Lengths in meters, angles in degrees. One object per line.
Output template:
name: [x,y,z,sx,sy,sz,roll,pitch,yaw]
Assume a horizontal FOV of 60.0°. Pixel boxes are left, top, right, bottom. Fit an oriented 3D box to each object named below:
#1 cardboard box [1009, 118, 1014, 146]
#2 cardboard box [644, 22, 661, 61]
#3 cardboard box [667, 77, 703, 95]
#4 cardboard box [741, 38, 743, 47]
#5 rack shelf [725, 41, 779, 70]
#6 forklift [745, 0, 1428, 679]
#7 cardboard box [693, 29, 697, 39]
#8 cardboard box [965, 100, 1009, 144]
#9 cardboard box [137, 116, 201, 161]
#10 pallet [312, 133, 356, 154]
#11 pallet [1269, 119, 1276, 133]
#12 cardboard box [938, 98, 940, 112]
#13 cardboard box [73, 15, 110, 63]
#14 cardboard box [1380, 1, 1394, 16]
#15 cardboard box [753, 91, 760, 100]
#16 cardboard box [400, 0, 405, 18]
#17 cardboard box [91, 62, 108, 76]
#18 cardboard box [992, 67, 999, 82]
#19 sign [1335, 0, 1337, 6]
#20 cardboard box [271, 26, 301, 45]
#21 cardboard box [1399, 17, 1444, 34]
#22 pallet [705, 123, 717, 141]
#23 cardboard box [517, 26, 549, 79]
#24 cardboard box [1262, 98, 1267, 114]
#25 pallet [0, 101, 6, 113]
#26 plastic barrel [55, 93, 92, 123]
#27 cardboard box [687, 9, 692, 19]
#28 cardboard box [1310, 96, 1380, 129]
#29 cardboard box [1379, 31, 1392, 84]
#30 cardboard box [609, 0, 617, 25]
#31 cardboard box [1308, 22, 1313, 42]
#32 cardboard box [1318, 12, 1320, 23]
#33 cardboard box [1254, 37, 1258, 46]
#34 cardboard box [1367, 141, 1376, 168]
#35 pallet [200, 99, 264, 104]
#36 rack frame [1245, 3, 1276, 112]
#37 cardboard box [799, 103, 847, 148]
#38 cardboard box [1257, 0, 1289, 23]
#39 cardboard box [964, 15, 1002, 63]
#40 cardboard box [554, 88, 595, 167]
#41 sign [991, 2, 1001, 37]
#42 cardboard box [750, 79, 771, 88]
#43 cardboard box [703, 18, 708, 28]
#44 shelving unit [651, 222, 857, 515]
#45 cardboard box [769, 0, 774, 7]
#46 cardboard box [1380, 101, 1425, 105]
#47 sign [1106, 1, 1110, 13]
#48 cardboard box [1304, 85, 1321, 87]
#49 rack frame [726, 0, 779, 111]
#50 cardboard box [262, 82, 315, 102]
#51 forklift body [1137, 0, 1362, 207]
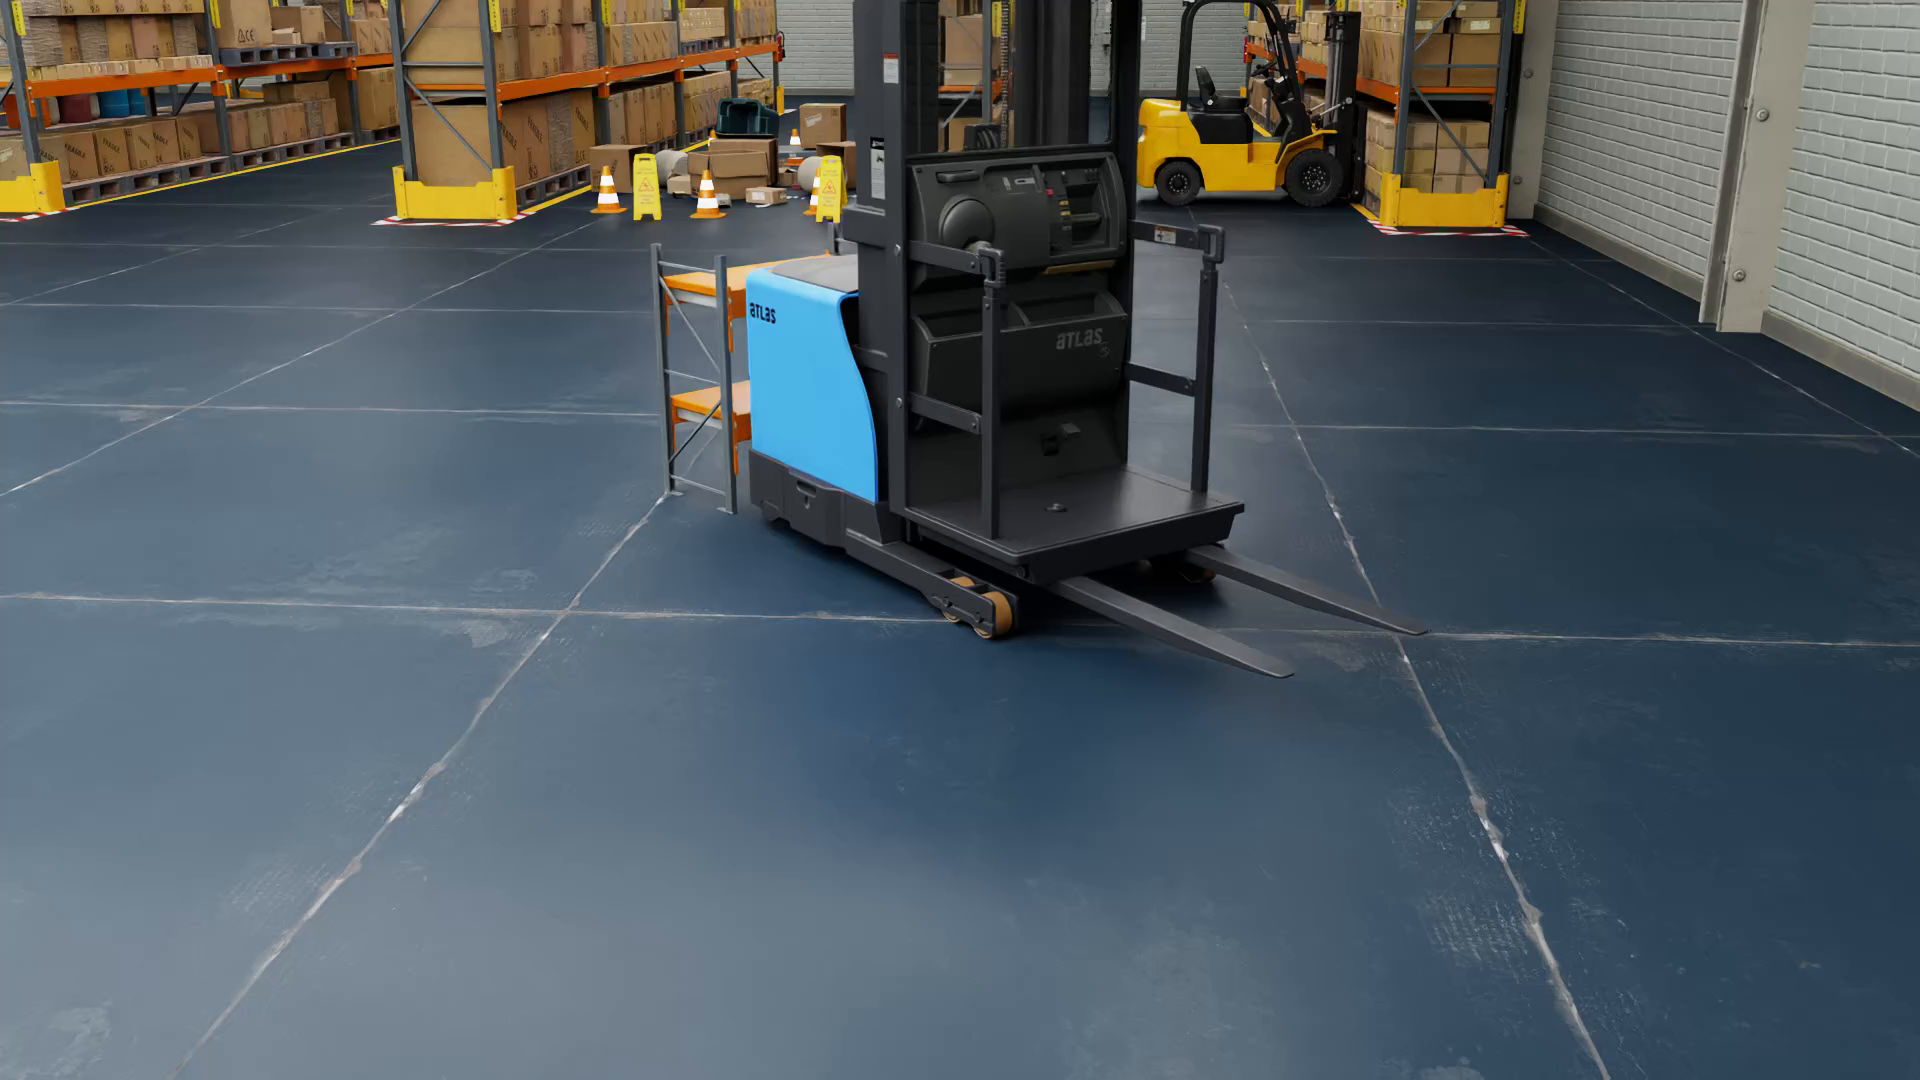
cardboard box: [0.226,-5.458,22.308,0.950,0.372,0.625,2,18,6]
cardboard box: [-4.401,-6.818,22.751,0.500,0.500,0.500,1,18,3]
cardboard box: [-4.236,-6.960,25.483,0.500,0.250,0.500,1,18,3]
cardboard box: [-3.994,-8.680,28.998,0.380,0.149,0.250,0,18,1]
rack shelf: [-4.133,-8.748,29.958,1.077,0.370,4.000,1,18,4]
forklift: [0.354,-1.215,5.925,1.130,2.935,3.031,-12,22,-33]
cardboard box: [-4.257,-7.774,25.561,0.380,0.149,0.250,2,18,6]
cardboard box: [0.320,-4.964,19.793,0.500,0.500,0.500,1,18,3]
cardboard box: [-9.859,-5.014,20.748,0.500,0.500,0.500,1,18,2]
pallet: [-9.561,-5.800,24.286,1.003,0.211,1.213,1,18,4]
pallet: [5.598,-6.701,27.035,1.003,0.211,1.213,1,18,4]
cardboard box: [-0.415,-4.668,17.847,0.380,0.149,0.250,2,18,5]
cardboard box: [-10.015,-5.555,18.420,0.875,0.500,0.500,1,18,4]
cardboard box: [4.553,-5.484,17.162,0.380,0.149,0.250,2,18,5]
cardboard box: [-3.832,-8.039,30.065,0.380,0.149,0.250,1,18,4]
cardboard box: [-9.315,-8.723,26.956,0.797,0.503,0.637,1,18,5]
cardboard box: [-9.736,-5.236,18.488,0.380,0.149,0.250,1,18,4]
cardboard box: [0.206,-4.881,17.405,0.380,0.149,0.250,2,18,5]
sign: [6.173,-8.819,27.159,0.100,0.325,0.005,1,18,4]
cardboard box: [-9.354,-6.980,22.949,0.396,0.266,0.258,1,18,2]
cardboard box: [4.504,-5.022,16.231,0.380,0.149,0.250,2,18,5]
pallet: [-4.416,-6.521,26.487,1.003,0.211,1.213,1,18,4]
cardboard box: [-4.972,-5.271,17.952,0.875,0.550,0.550,1,18,4]
cardboard box: [5.392,-7.470,28.621,0.396,0.266,0.258,2,18,6]
pallet: [-18.872,-8.479,32.460,1.003,0.211,1.213,1,18,4]
plastic barrel: [-14.345,-7.035,26.775,0.600,0.588,0.708,1,18,4]
cardboard box: [-4.279,-7.970,25.203,0.380,0.149,0.250,1,18,2]
cardboard box: [5.235,-5.712,22.677,0.875,0.625,0.625,2,18,6]
cardboard box: [4.579,-4.920,16.960,0.500,0.500,0.500,2,18,6]
cardboard box: [-4.786,-6.821,21.155,0.700,0.500,0.500,1,18,3]
cardboard box: [5.020,-6.916,22.650,0.500,0.250,0.500,2,18,6]
cardboard box: [4.934,-6.900,21.960,0.380,0.149,0.250,2,18,5]
cardboard box: [5.467,-8.908,29.694,0.380,0.149,0.250,1,18,2]
cardboard box: [4.529,-3.997,17.242,0.500,0.250,0.500,1,18,3]
pallet: [-13.968,-8.383,32.168,1.003,0.211,1.213,1,18,4]
rack frame: [5.906,-9.522,31.165,1.000,3.000,0.127,1,18,4]
cardboard box: [-1.683,-5.107,20.490,0.500,0.500,0.500,1,18,4]
cardboard box: [5.497,-9.348,29.192,0.500,0.500,0.500,2,18,5]
cardboard box: [0.187,-5.311,17.677,0.500,0.500,0.500,1,18,3]
cardboard box: [-4.965,-4.980,20.041,0.875,0.875,0.875,2,18,5]
sign: [0.349,-5.062,16.163,0.100,0.325,0.005,1,18,4]
cardboard box: [-3.742,-8.508,31.020,0.380,0.149,0.250,1,18,3]
cardboard box: [-4.199,-8.152,26.237,0.380,0.149,0.250,1,18,4]
shelving unit: [-0.802,-0.815,7.604,0.538,1.125,1.048,17,25,42]
cardboard box: [-3.775,-10.227,31.073,0.500,0.500,0.500,1,18,3]
cardboard box: [5.203,-5.006,19.519,0.500,0.250,0.500,2,18,5]
sign: [3.380,-11.749,36.636,0.339,0.242,0.001,1,18,4]
cardboard box: [5.231,-6.764,25.045,0.380,0.149,0.250,2,18,6]
rack frame: [-3.990,-9.711,31.741,1.000,3.000,0.127,1,18,4]
cardboard box: [-9.549,-6.372,23.656,0.500,0.250,0.500,3,18,10]
forklift body: [3.075,-4.779,18.054,2.313,2.155,1.214,1,18,4]
